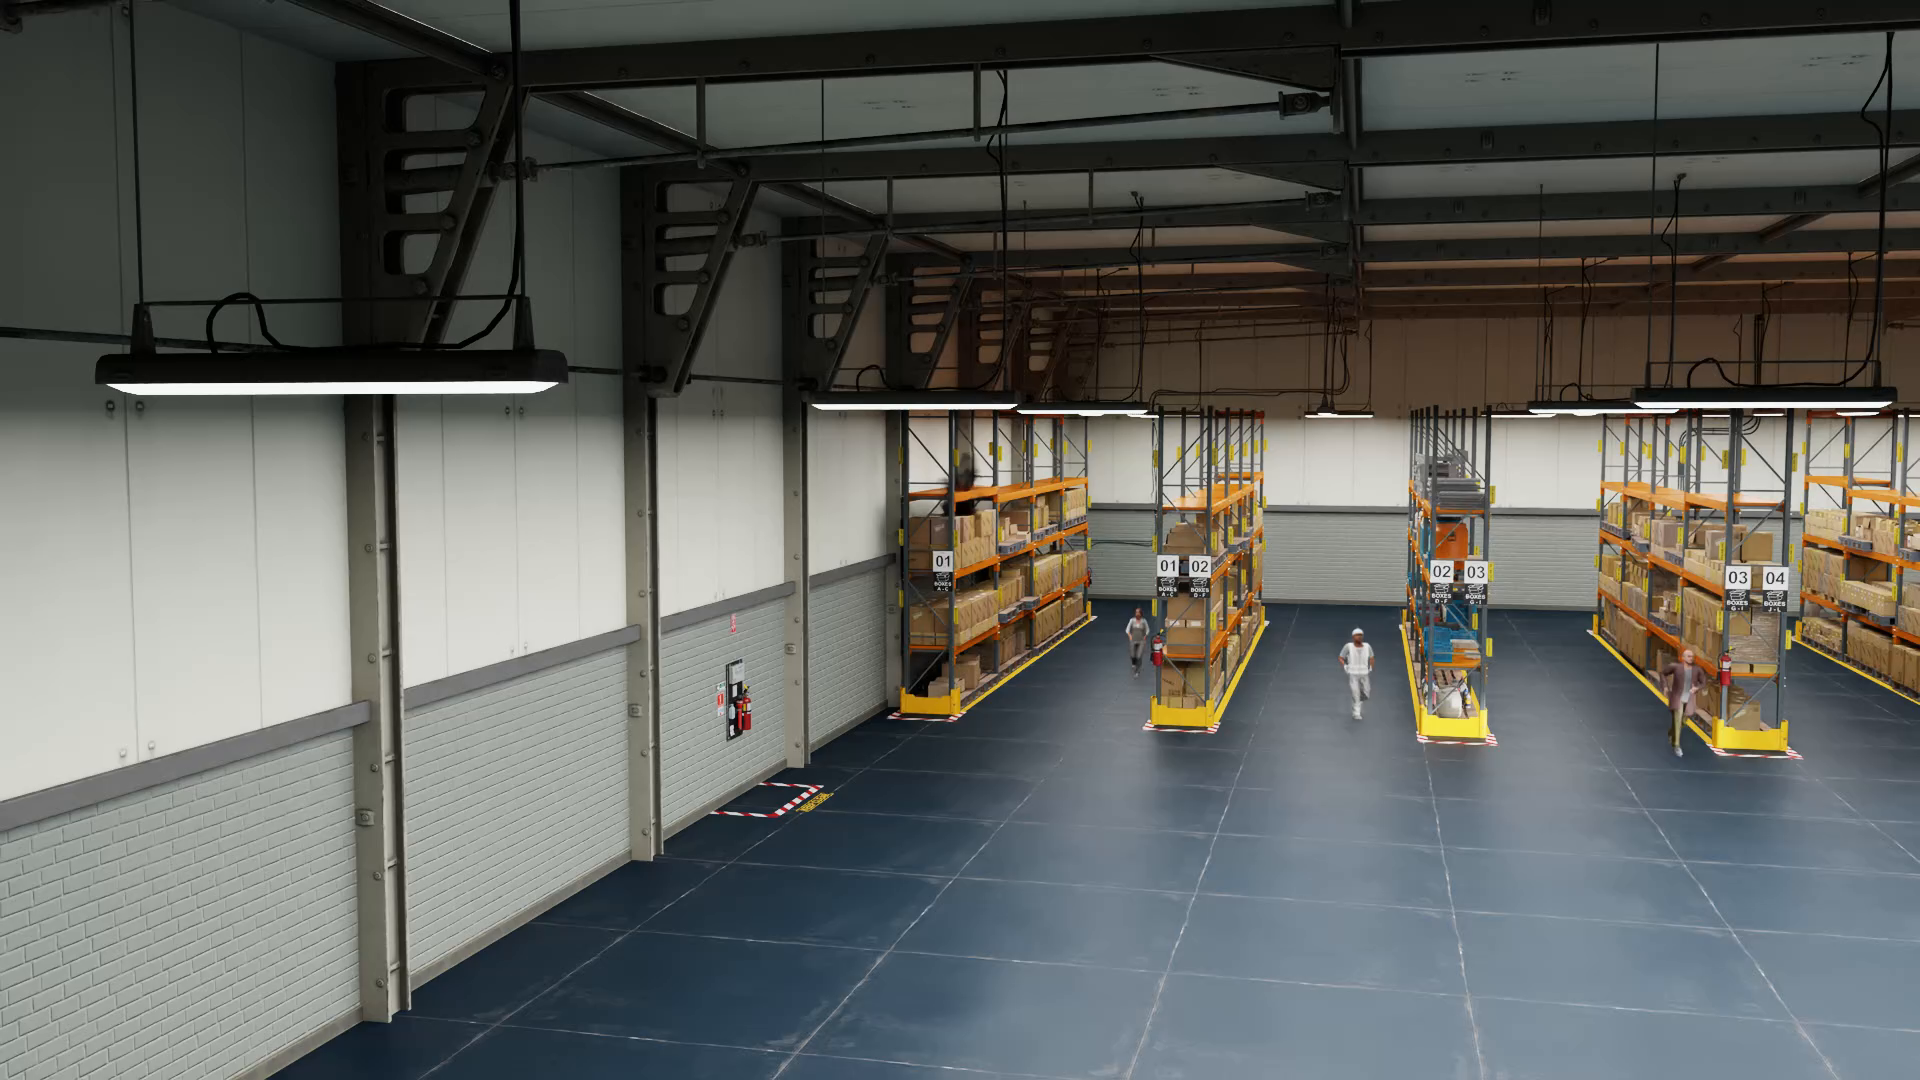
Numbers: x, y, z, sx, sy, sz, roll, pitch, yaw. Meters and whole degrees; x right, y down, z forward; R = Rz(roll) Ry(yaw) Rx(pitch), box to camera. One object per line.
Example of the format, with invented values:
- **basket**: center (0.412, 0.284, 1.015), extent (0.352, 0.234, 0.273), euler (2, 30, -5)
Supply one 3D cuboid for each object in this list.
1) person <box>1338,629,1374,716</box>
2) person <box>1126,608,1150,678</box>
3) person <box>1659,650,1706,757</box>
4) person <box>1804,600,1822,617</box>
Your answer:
- **person**: center (7.624, 2.535, 31.918), extent (0.659, 1.673, 0.584), euler (0, 4, -1)
- **person**: center (3.960, 2.289, 37.052), extent (0.523, 1.554, 0.531), euler (1, 4, 8)
- **person**: center (12.518, 2.790, 28.754), extent (0.737, 1.791, 0.930), euler (0, 4, 6)
- **person**: center (22.885, 1.718, 44.524), extent (0.595, 1.657, 0.796), euler (2, 4, 23)
